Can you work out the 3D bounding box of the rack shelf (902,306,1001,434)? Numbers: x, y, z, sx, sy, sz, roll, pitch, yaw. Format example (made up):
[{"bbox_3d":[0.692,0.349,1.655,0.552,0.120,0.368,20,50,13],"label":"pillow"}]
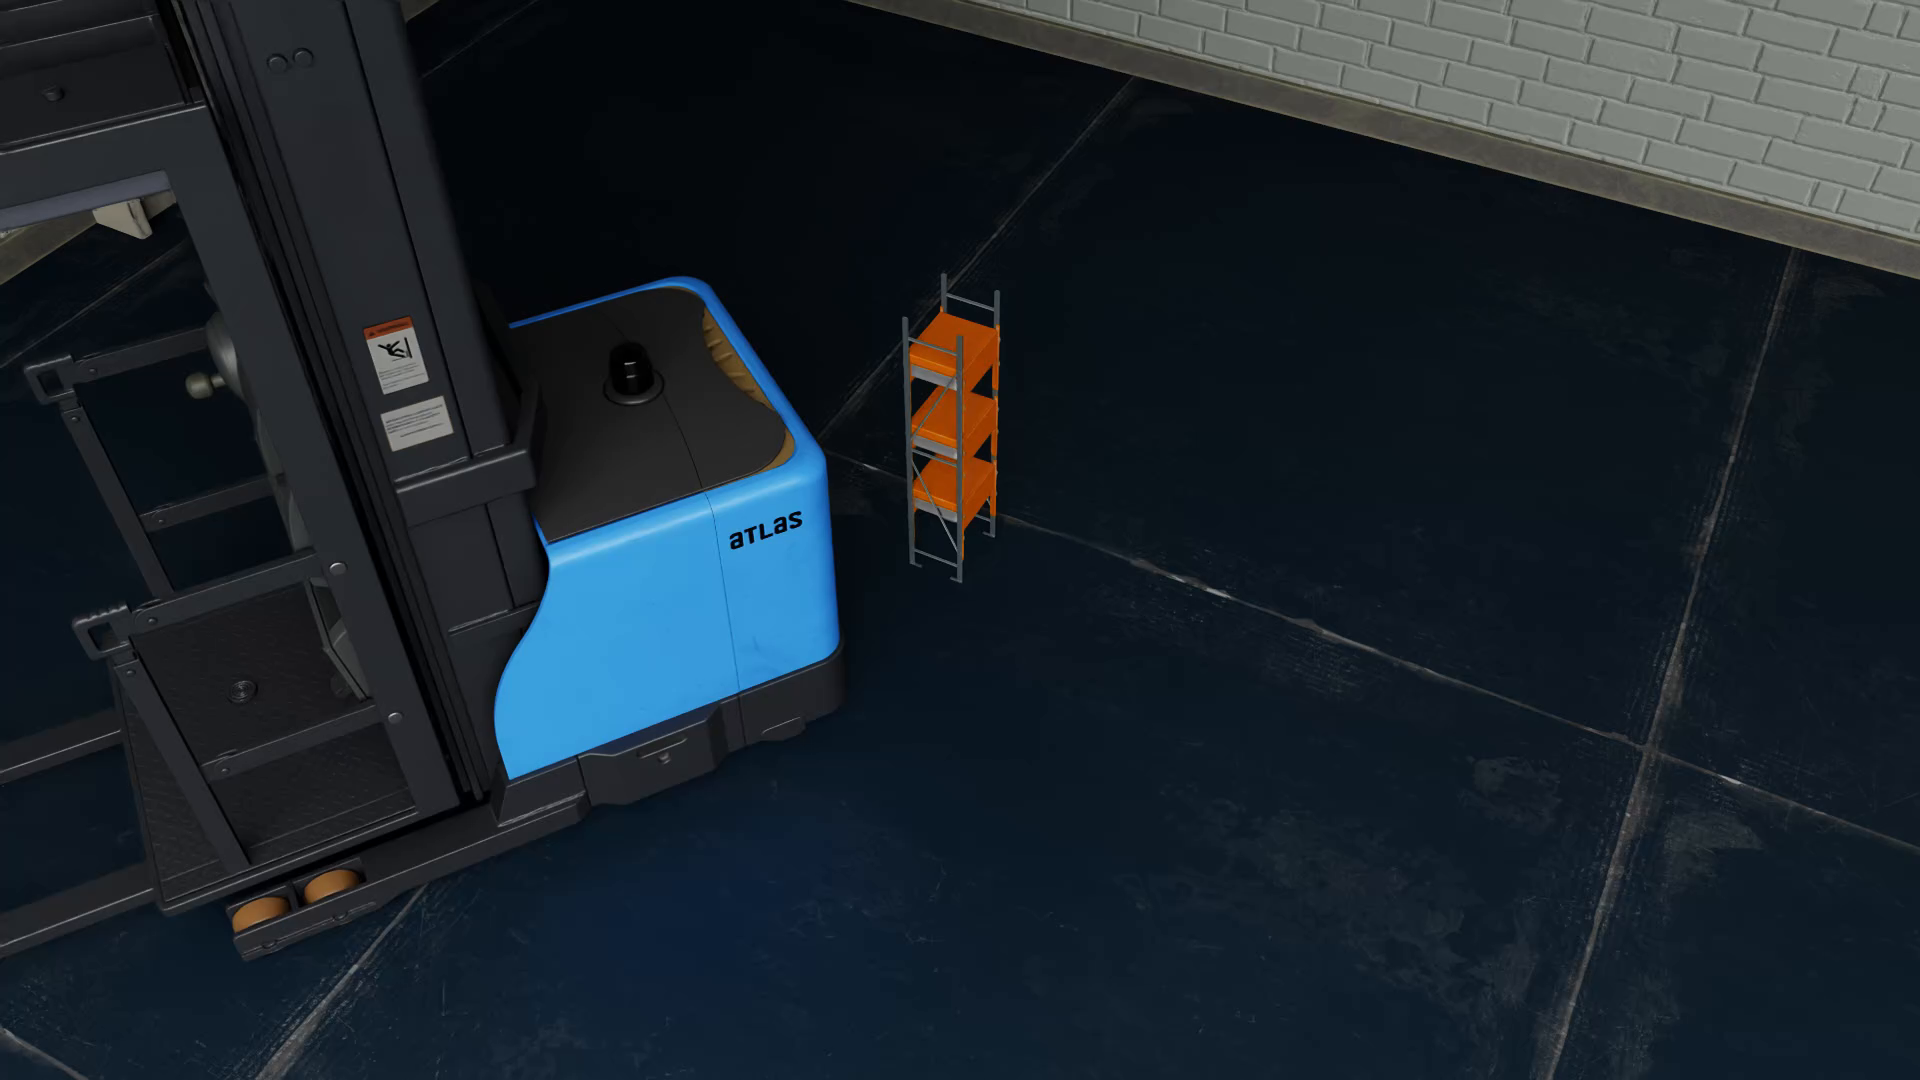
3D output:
[{"bbox_3d":[-0.025,-0.527,5.149,0.215,0.259,0.240,20,49,19],"label":"rack shelf"}]

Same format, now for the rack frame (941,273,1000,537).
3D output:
[{"bbox_3d":[0.032,-0.412,5.419,0.200,1.050,0.008,20,49,19],"label":"rack frame"}]

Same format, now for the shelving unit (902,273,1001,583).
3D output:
[{"bbox_3d":[-0.025,-0.335,5.343,0.215,1.050,0.252,20,49,19],"label":"shelving unit"}]

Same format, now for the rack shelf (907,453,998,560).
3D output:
[{"bbox_3d":[-0.025,-0.133,5.548,0.215,0.259,0.240,20,49,19],"label":"rack shelf"}]

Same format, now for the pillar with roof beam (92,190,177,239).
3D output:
[{"bbox_3d":[0.331,-3.182,2.568,9.100,9.000,0.400,20,49,19],"label":"pillar with roof beam"}]

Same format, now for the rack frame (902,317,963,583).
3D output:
[{"bbox_3d":[-0.081,-0.258,5.267,0.200,1.050,0.008,20,49,19],"label":"rack frame"}]

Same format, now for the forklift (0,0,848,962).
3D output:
[{"bbox_3d":[-1.897,-0.315,4.001,3.031,2.935,1.130,-20,49,-19],"label":"forklift"}]

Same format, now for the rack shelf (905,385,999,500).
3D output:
[{"bbox_3d":[-0.025,-0.328,5.351,0.215,0.259,0.240,20,49,19],"label":"rack shelf"}]
